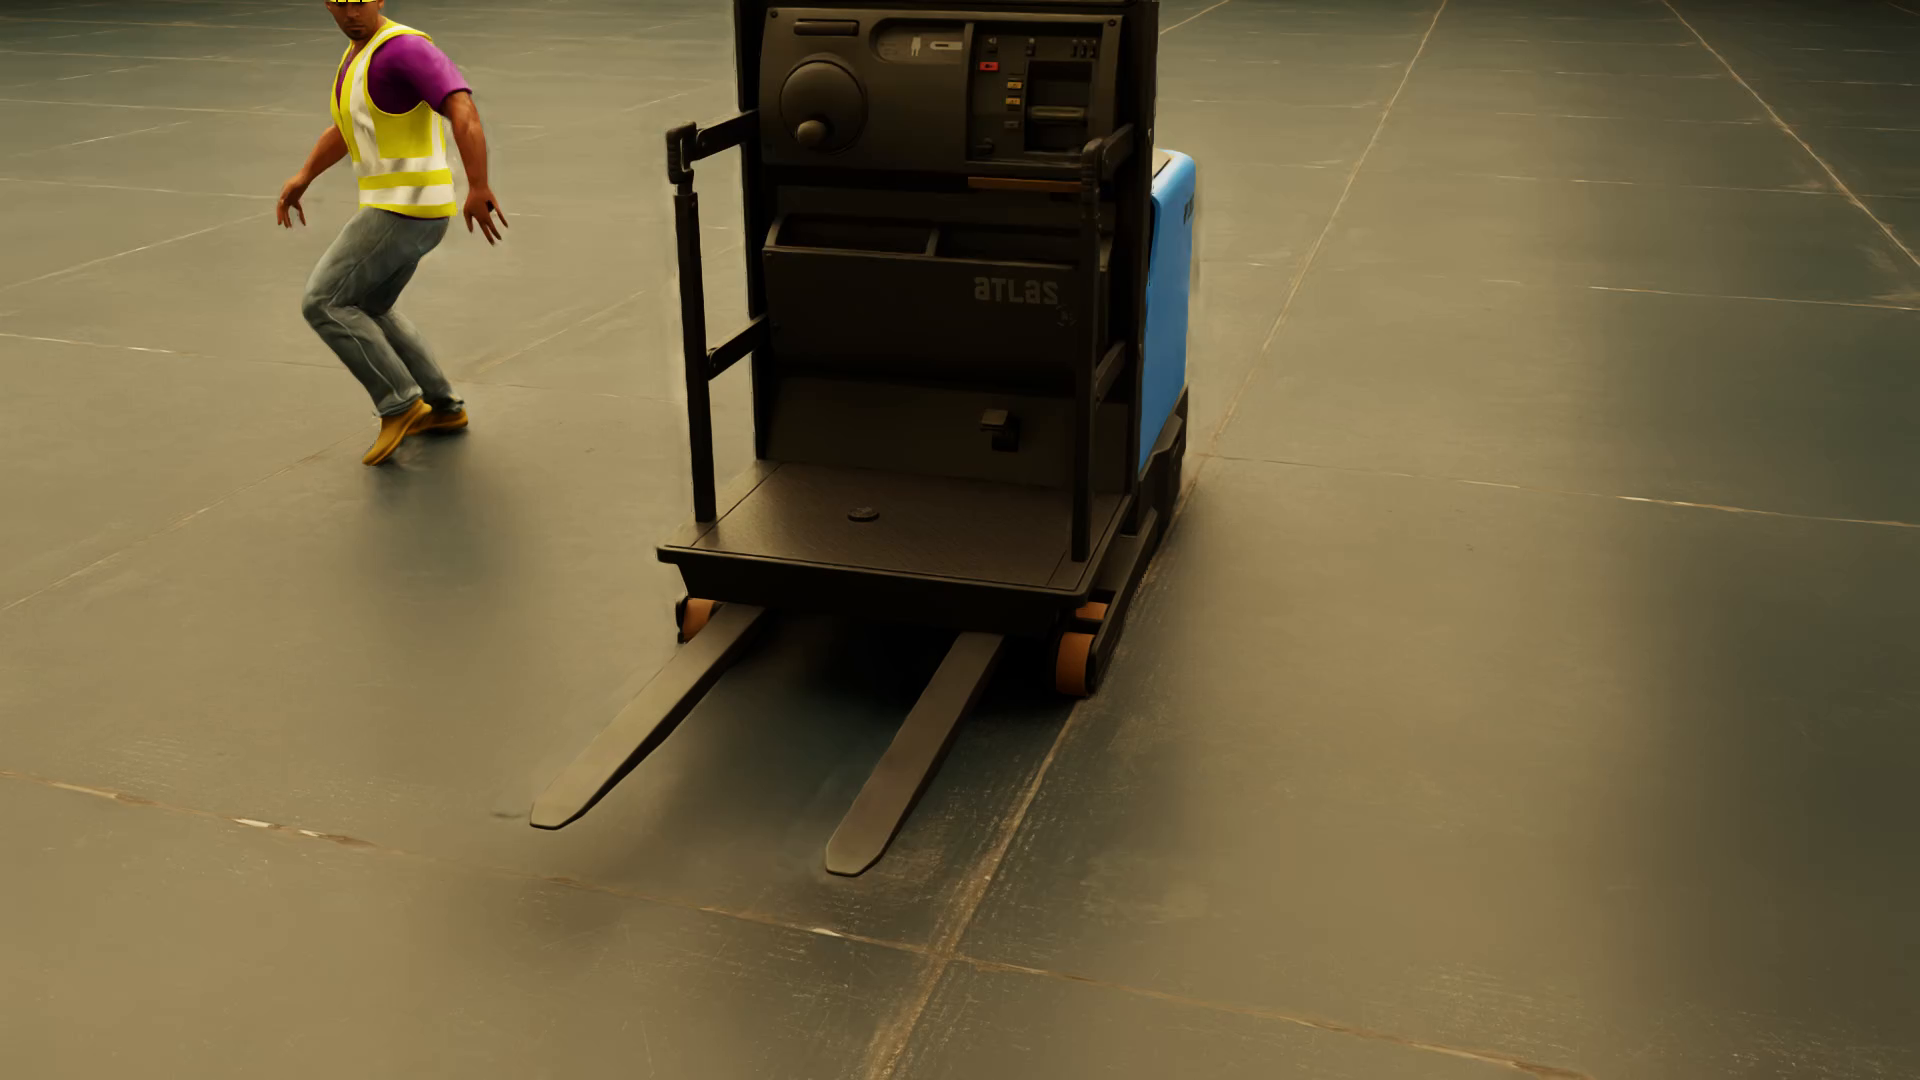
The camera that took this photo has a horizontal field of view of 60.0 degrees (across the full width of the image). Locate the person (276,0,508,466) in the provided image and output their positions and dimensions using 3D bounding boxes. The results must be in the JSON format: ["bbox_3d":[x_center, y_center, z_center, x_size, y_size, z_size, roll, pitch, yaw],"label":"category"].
[{"bbox_3d":[-1.943,-1.125,5.669,0.753,1.713,0.753,-6,23,-15],"label":"person"}]

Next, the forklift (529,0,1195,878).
[{"bbox_3d":[-0.113,-1.124,4.003,1.130,2.935,3.031,6,23,14],"label":"forklift"}]
